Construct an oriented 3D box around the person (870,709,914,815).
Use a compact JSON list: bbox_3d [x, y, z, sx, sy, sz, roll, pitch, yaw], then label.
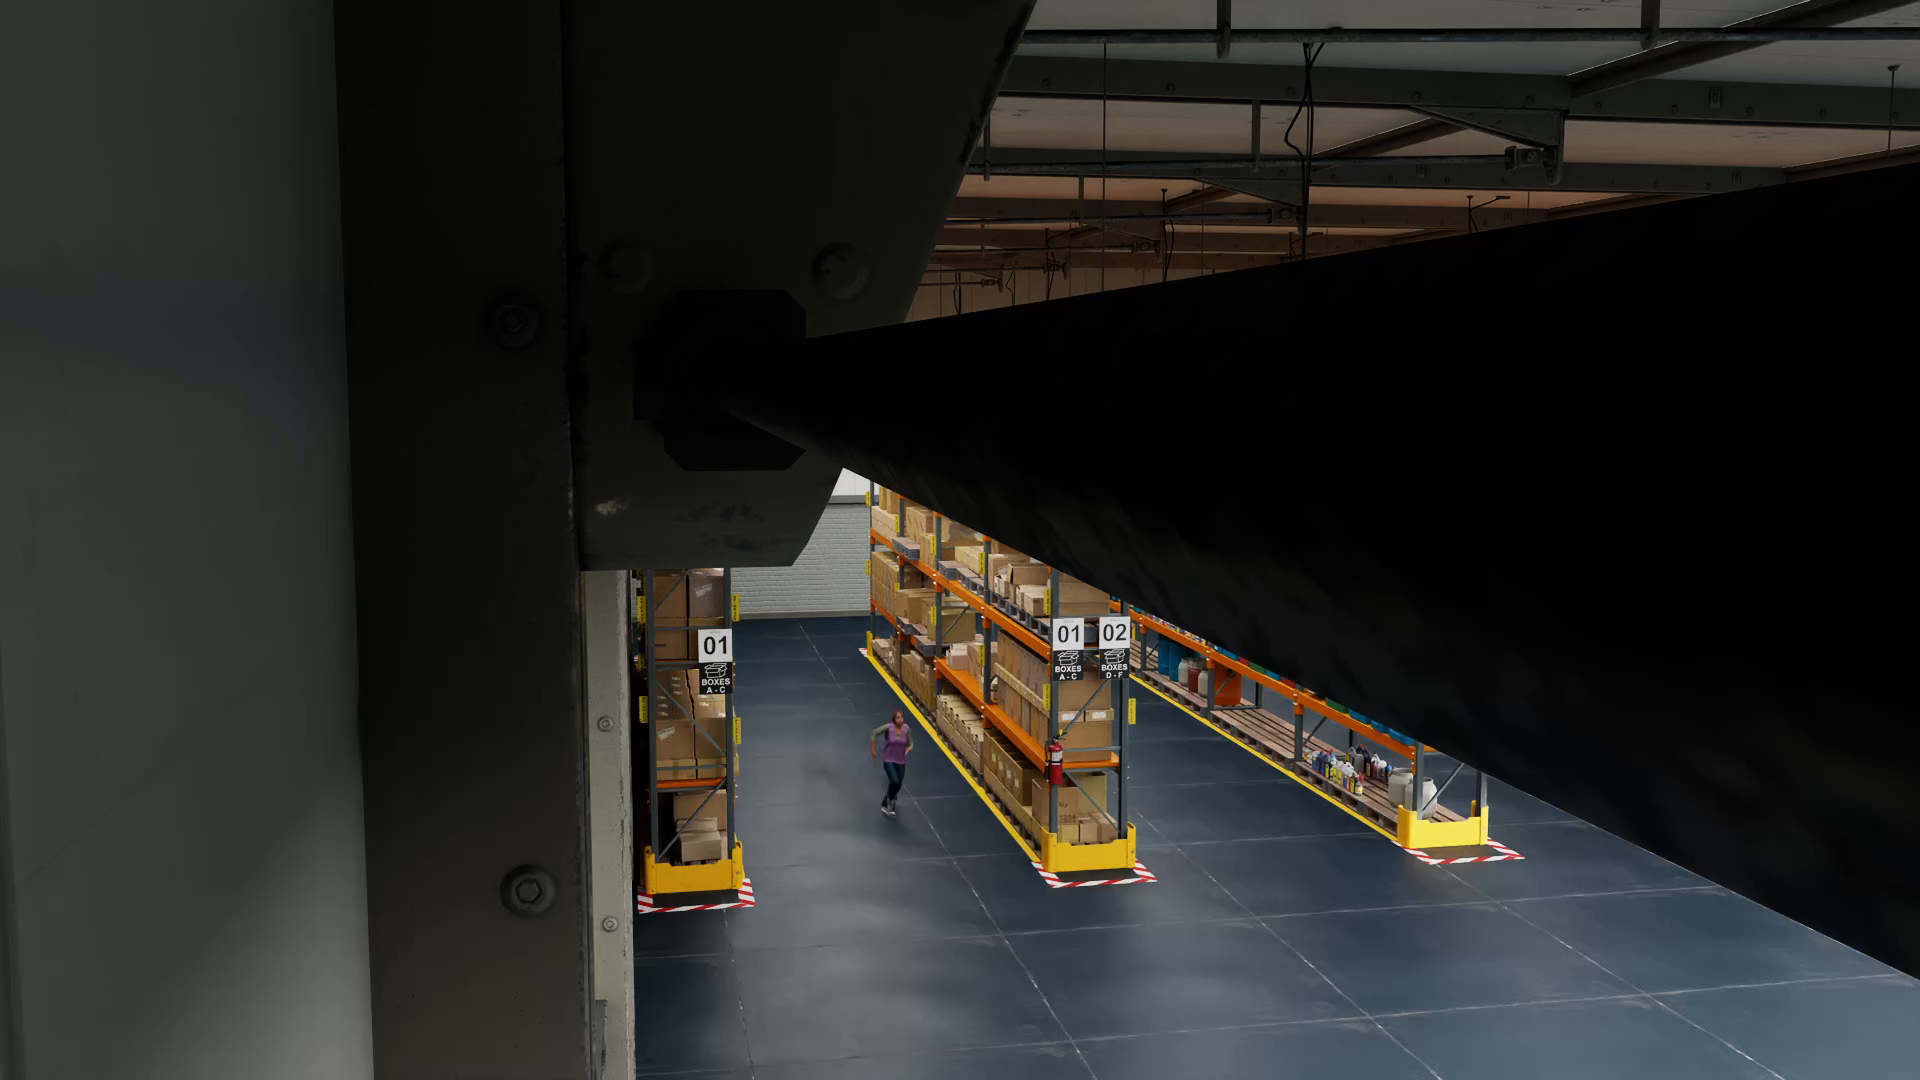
[{"bbox_3d":[-0.921,3.125,23.260,0.569,1.548,0.681,-2,6,-21],"label":"person"}]
